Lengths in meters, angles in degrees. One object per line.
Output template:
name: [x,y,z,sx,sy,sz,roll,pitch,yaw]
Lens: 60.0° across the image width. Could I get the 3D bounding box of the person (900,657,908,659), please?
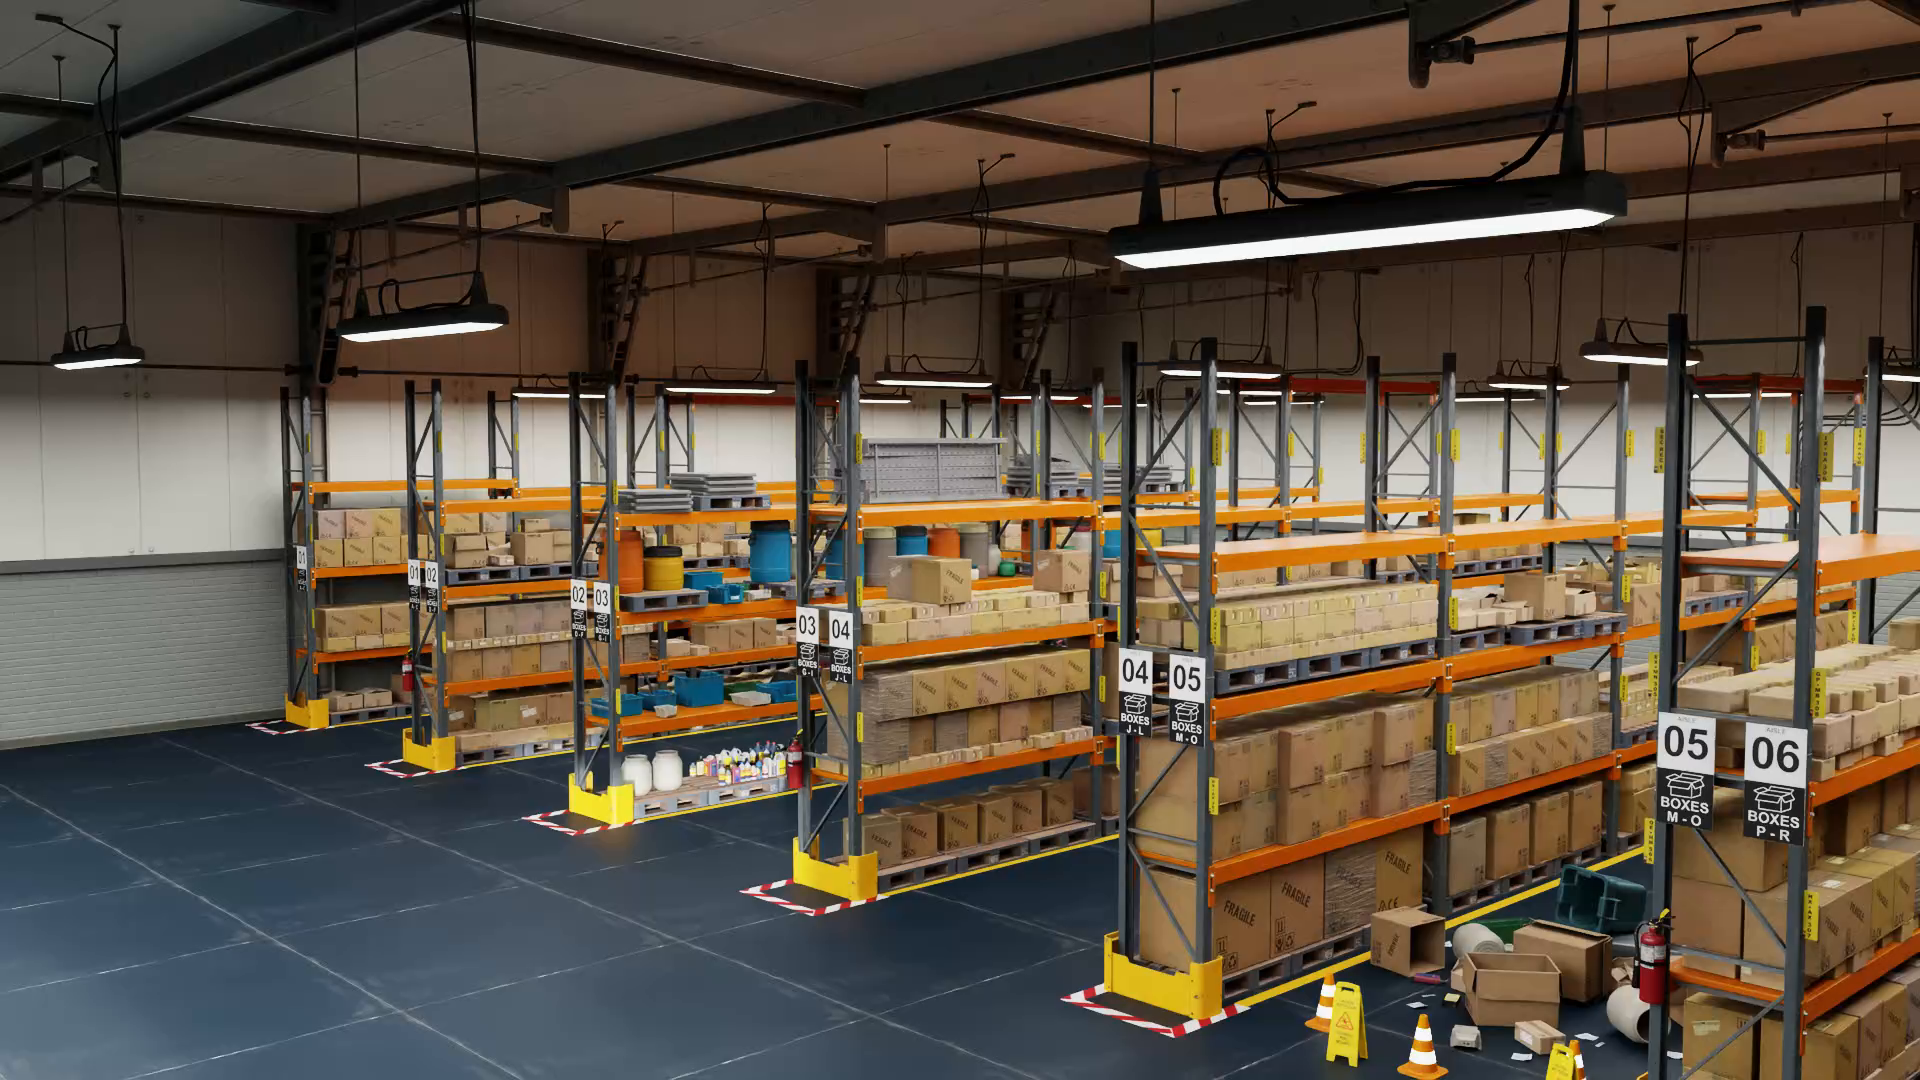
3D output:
person: [-0.835,2.478,28.365,0.458,1.794,0.642,-1,4,-12]
